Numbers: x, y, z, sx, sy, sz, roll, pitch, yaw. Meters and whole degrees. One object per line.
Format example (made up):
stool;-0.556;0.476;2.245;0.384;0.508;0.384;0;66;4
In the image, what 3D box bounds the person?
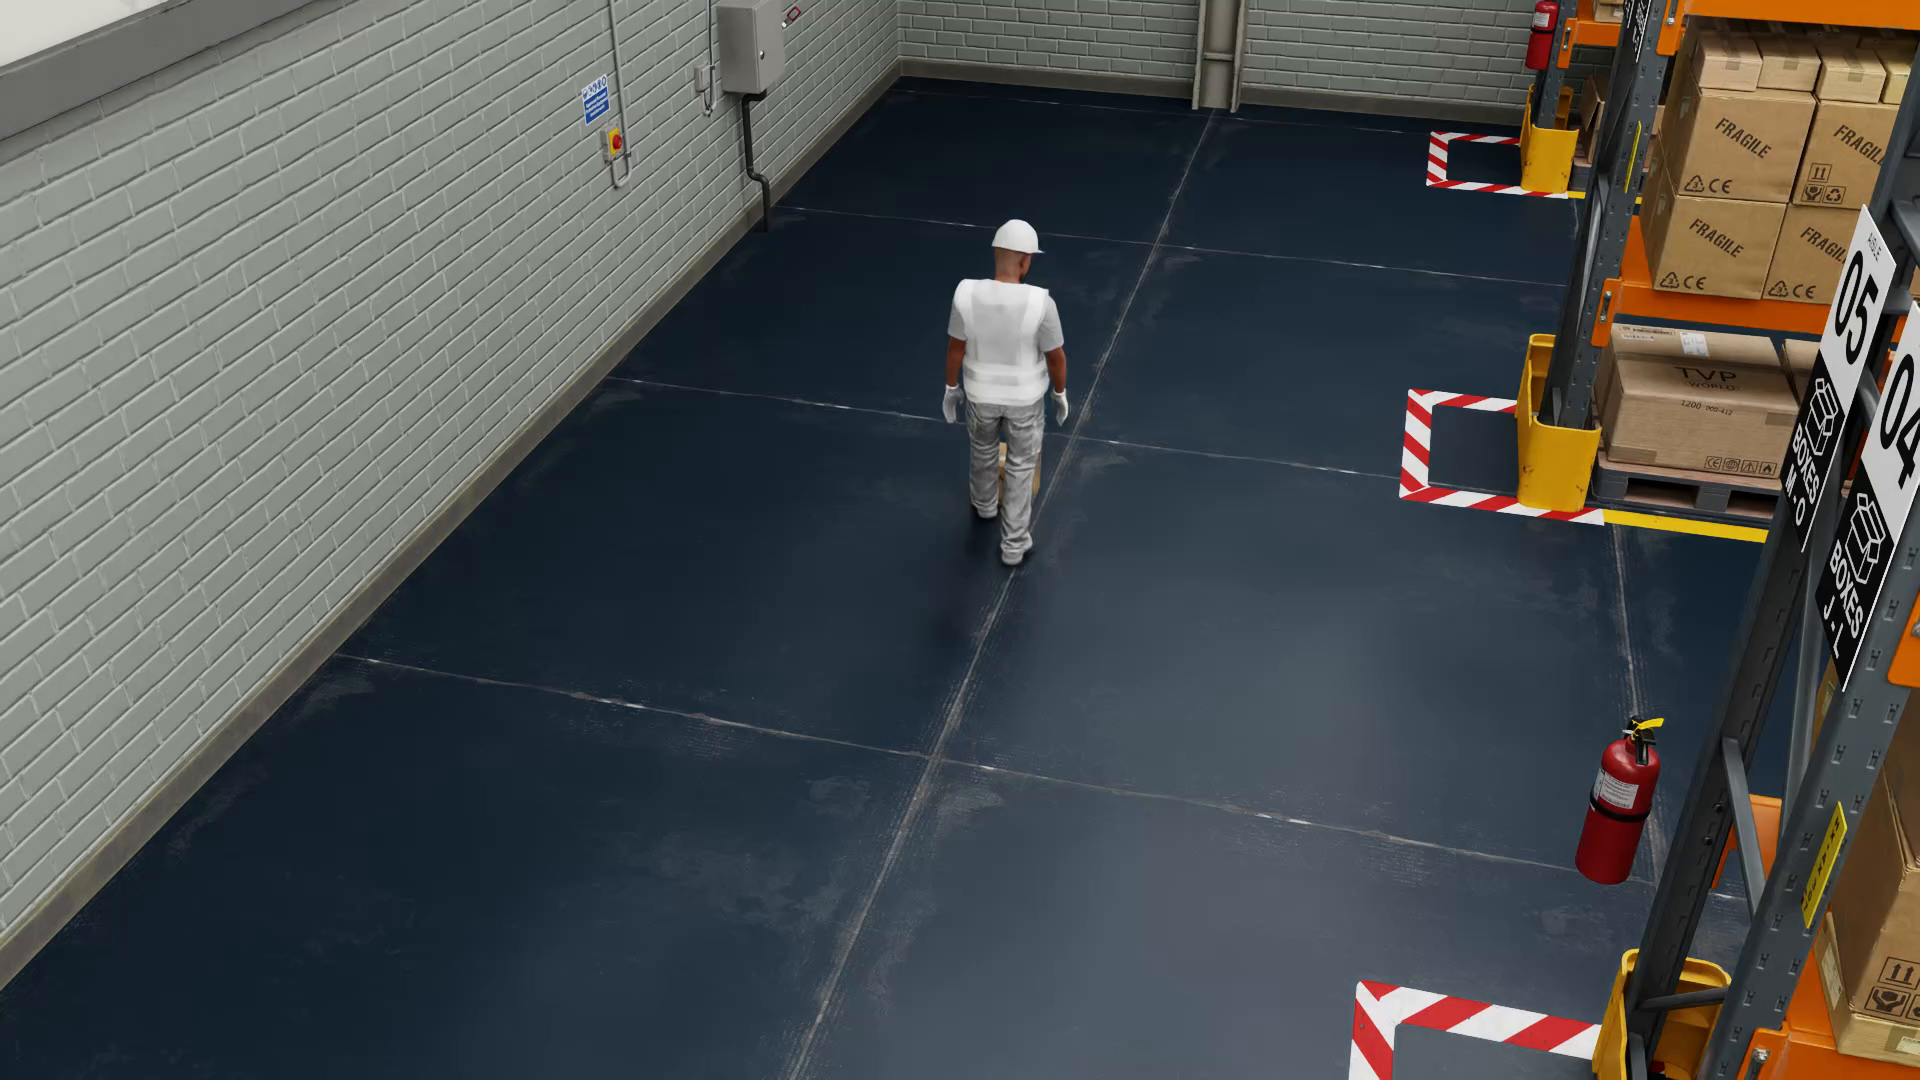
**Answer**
person;0.234;-1.034;8.054;0.615;1.054;0.357;8;33;12
